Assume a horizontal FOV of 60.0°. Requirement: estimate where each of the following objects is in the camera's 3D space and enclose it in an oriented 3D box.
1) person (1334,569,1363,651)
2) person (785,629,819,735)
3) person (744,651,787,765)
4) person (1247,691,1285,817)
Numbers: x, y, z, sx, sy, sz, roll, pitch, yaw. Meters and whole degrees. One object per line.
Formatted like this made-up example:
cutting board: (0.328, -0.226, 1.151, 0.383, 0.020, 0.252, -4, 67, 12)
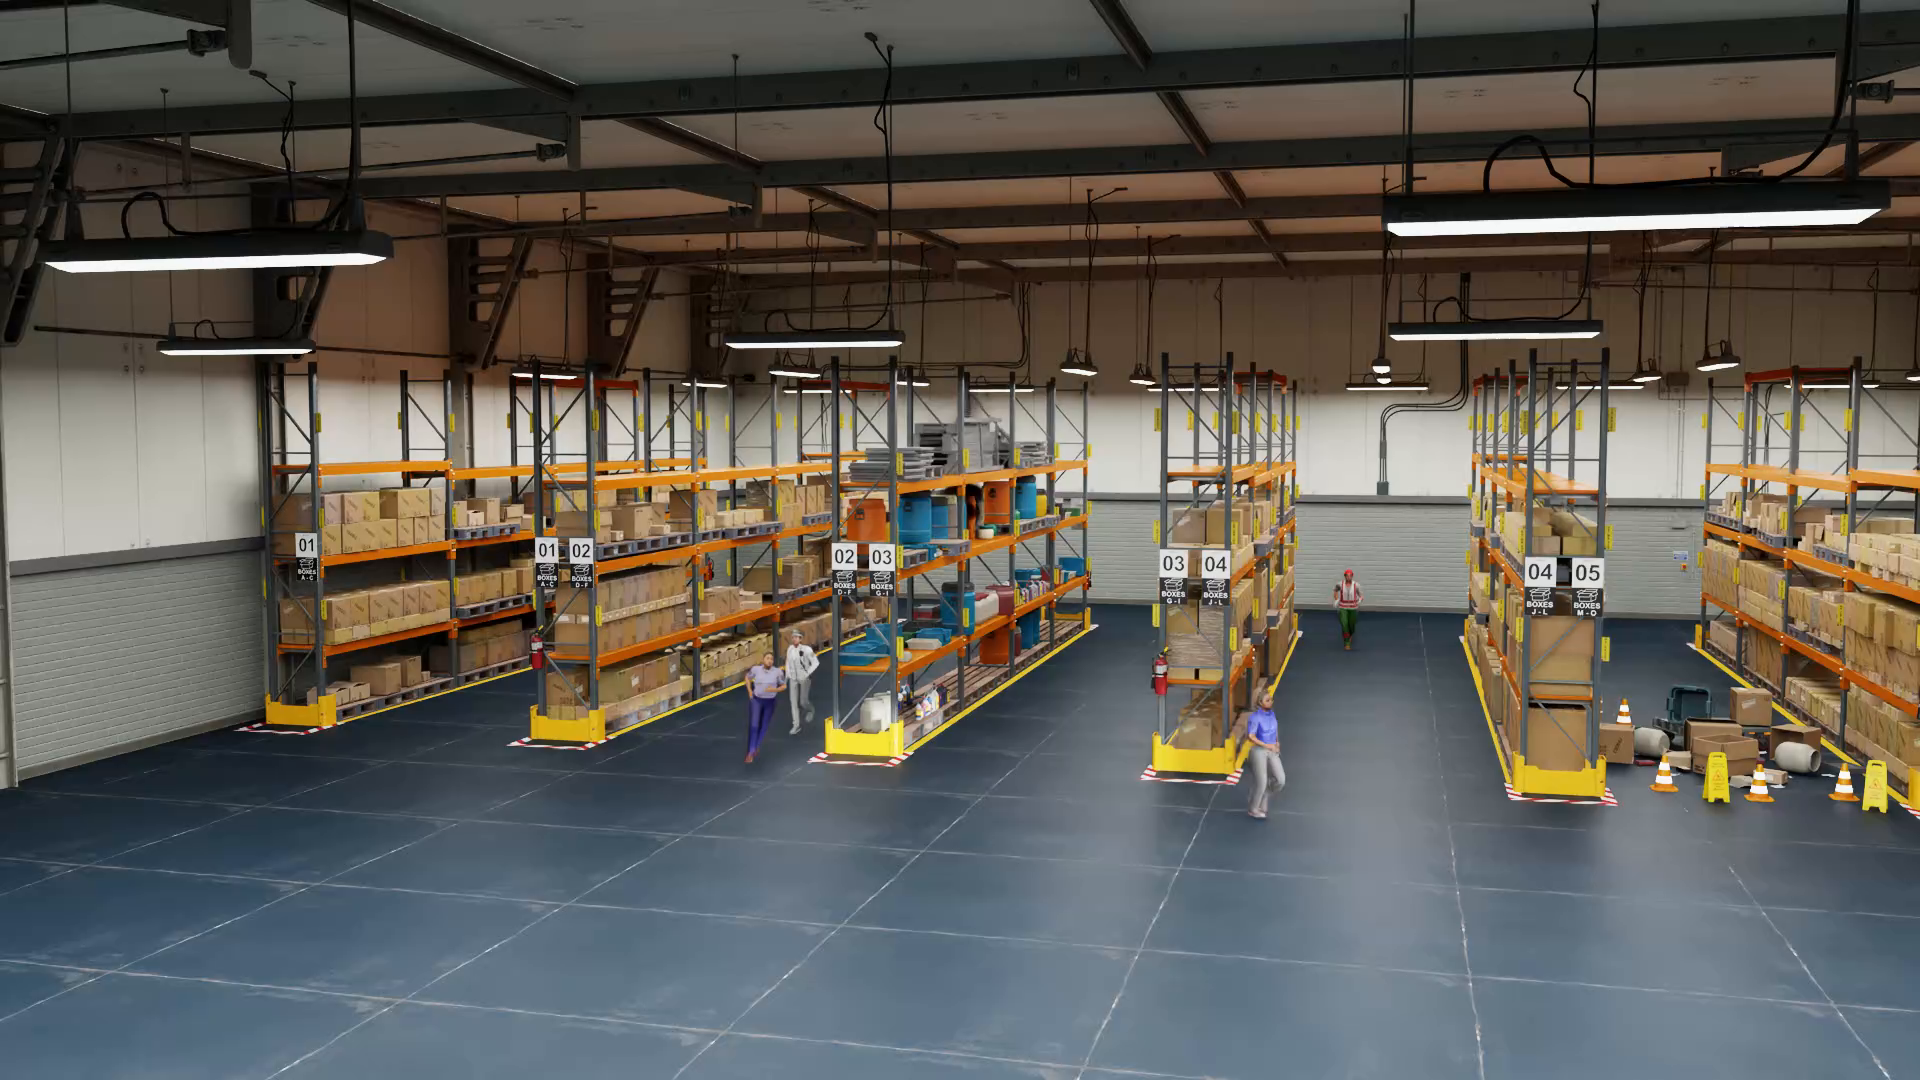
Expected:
person: (8.611, 1.525, 36.904, 0.631, 1.779, 0.958, 1, 4, 11)
person: (-2.558, 2.262, 26.991, 0.618, 1.690, 0.753, 1, 4, 19)
person: (-2.920, 2.480, 24.771, 0.665, 1.653, 0.772, -1, 4, -13)
person: (3.887, 2.708, 20.964, 0.615, 1.607, 0.572, -3, 5, -36)
